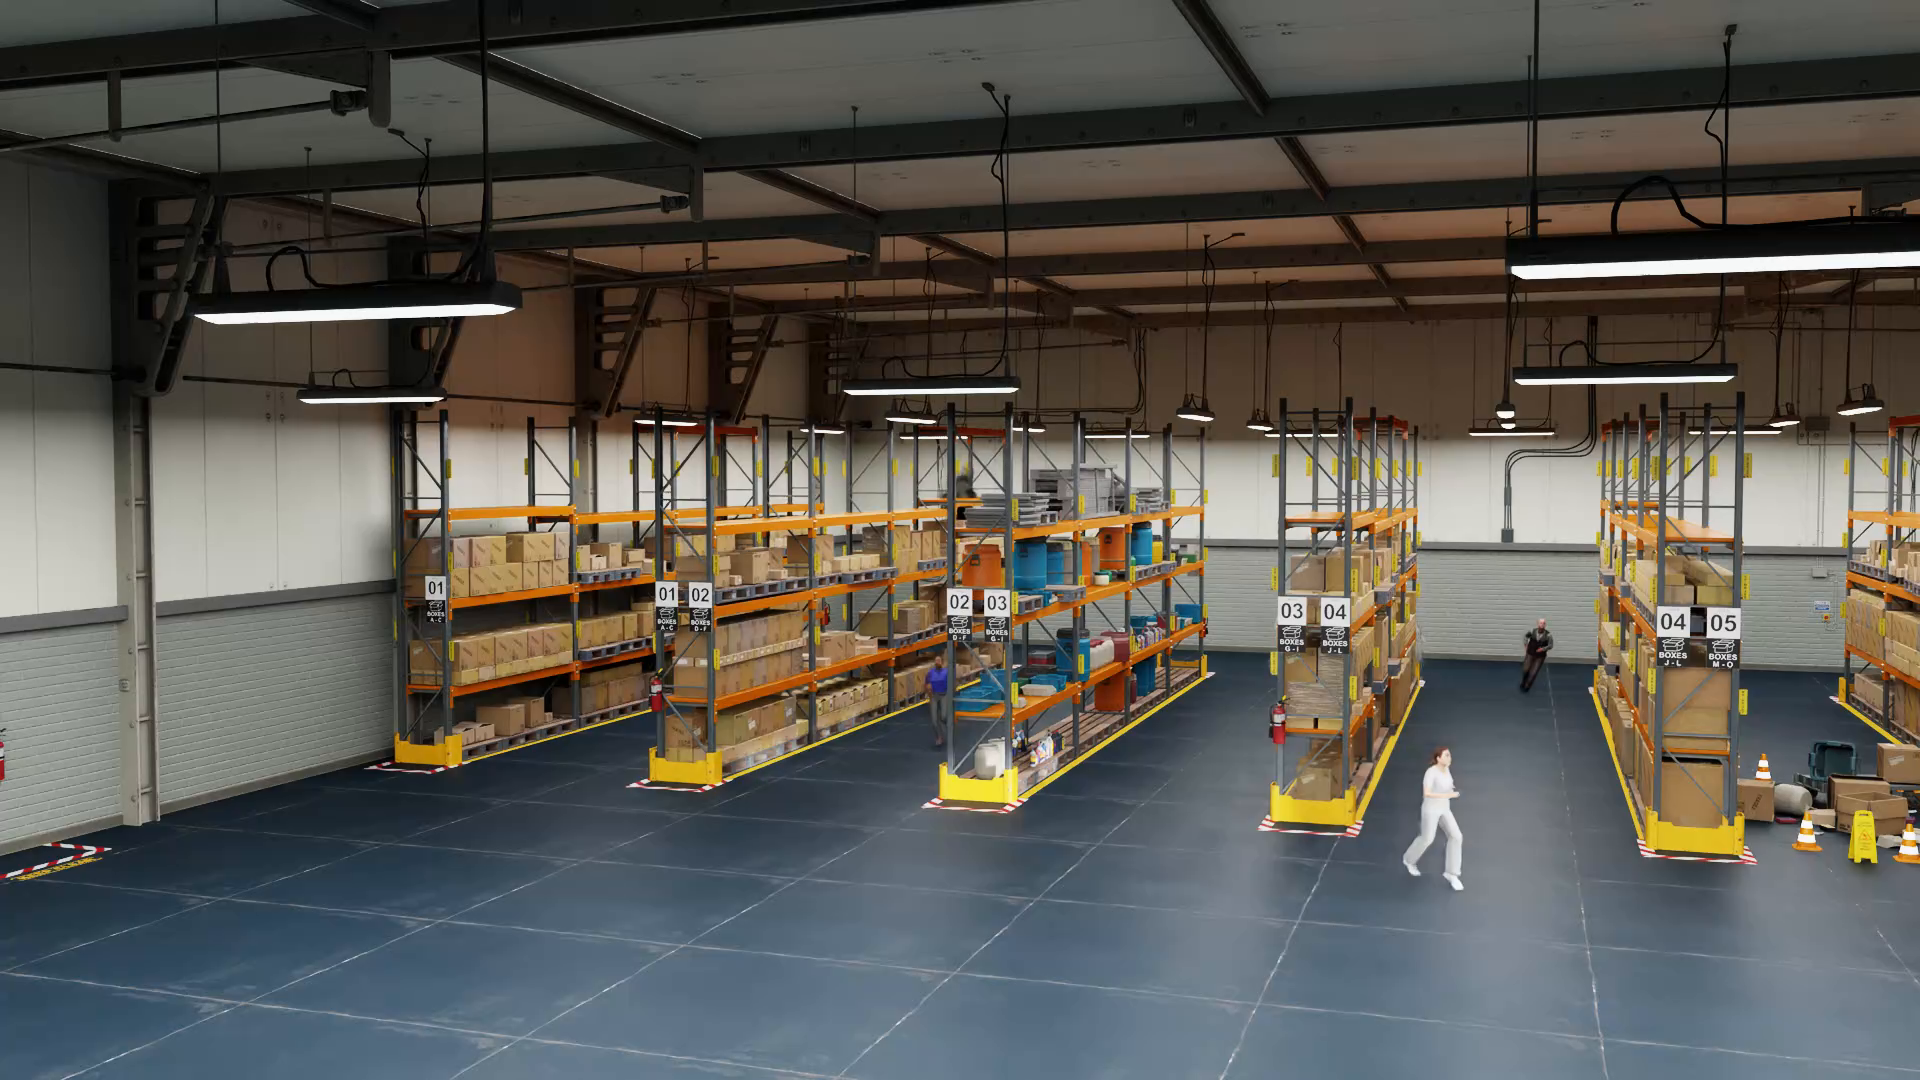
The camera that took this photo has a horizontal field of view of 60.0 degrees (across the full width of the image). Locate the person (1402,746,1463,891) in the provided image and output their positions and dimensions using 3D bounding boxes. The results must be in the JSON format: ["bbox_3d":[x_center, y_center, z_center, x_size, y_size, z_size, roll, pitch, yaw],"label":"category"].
[{"bbox_3d":[5.711,3.311,20.071,0.587,1.707,0.902,-2,3,-37],"label":"person"}]

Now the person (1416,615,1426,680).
[{"bbox_3d":[10.701,2.495,39.424,0.601,1.641,0.651,2,3,36],"label":"person"}]

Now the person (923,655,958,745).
[{"bbox_3d":[-0.367,2.912,30.245,0.629,1.609,0.539,0,2,11],"label":"person"}]

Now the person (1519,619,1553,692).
[{"bbox_3d":[12.839,2.586,37.069,0.725,1.655,0.558,1,3,23],"label":"person"}]
